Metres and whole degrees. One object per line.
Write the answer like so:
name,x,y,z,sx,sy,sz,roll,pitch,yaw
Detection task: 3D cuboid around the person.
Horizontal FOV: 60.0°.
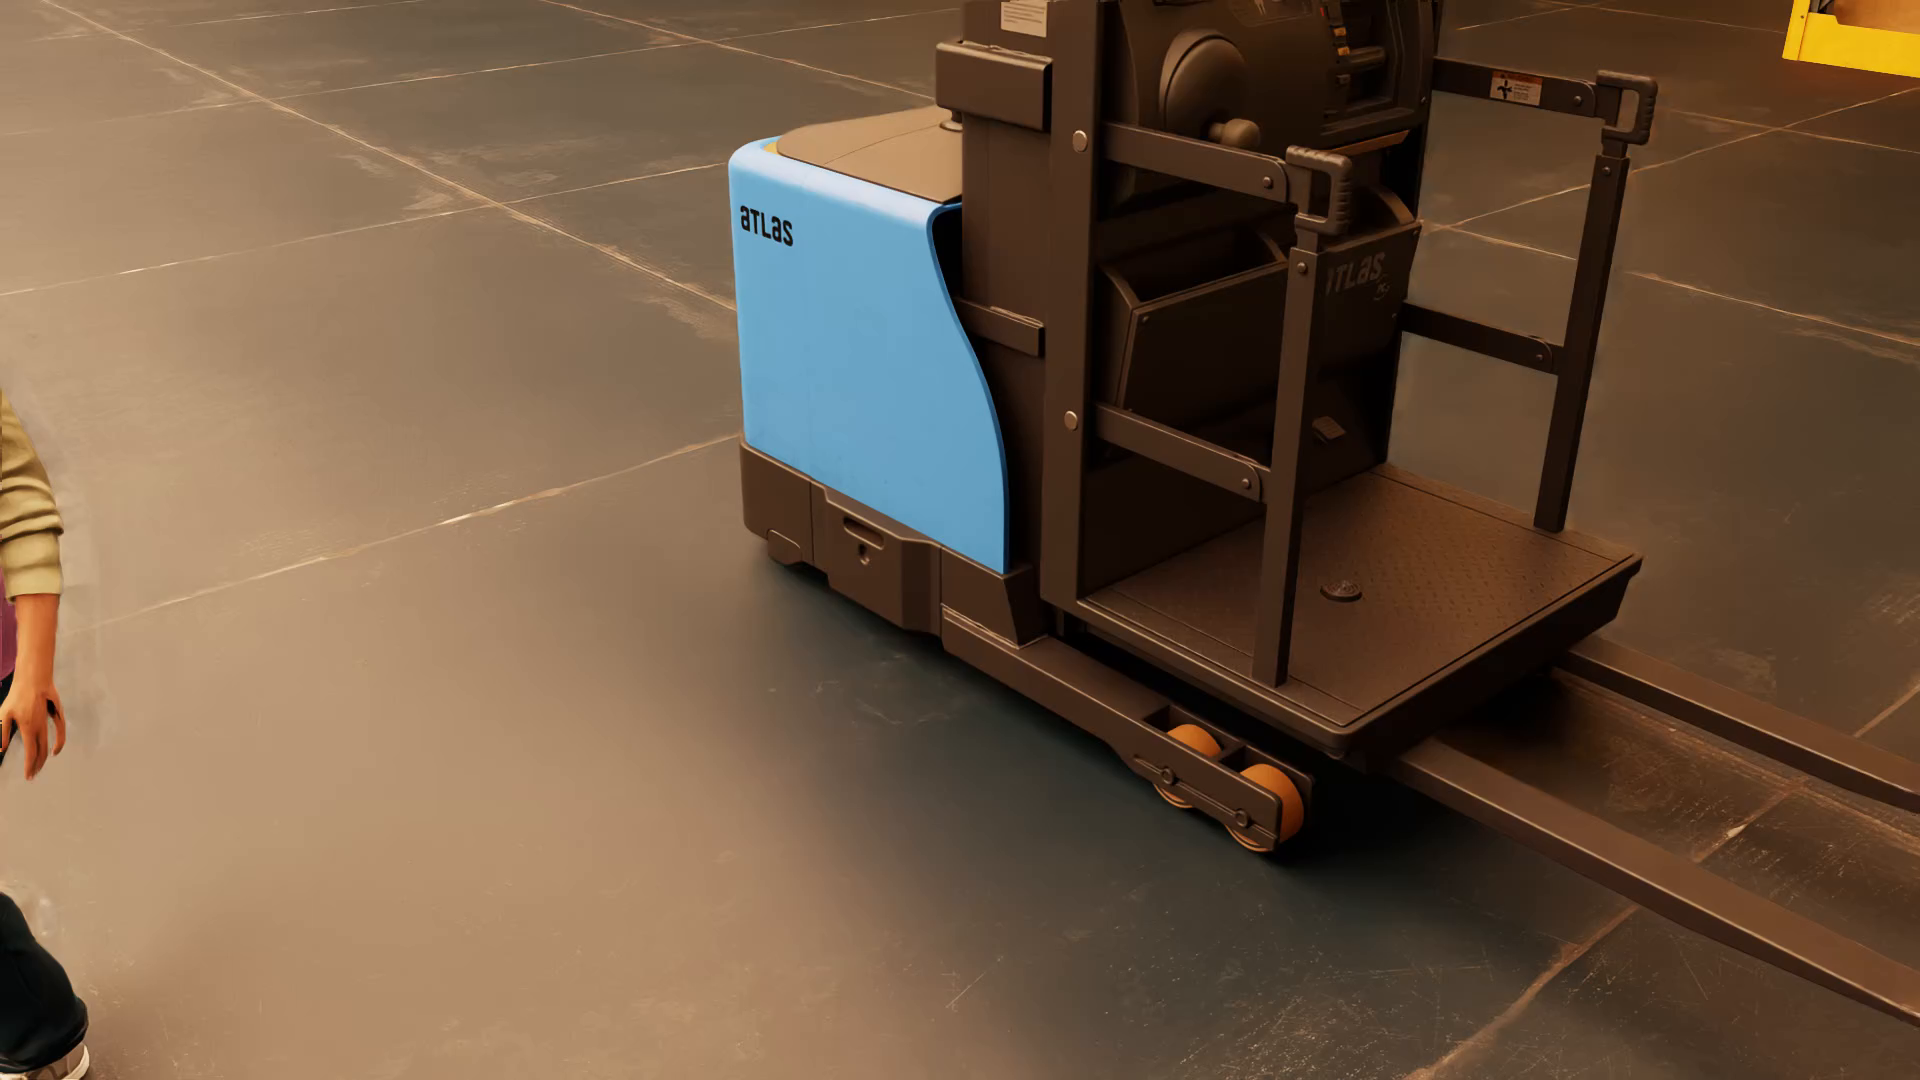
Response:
person,-1.494,0.211,2.316,0.669,1.573,0.411,11,28,21

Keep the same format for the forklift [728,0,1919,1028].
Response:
forklift,0.778,-0.958,3.134,1.130,2.935,3.031,-22,34,-37
